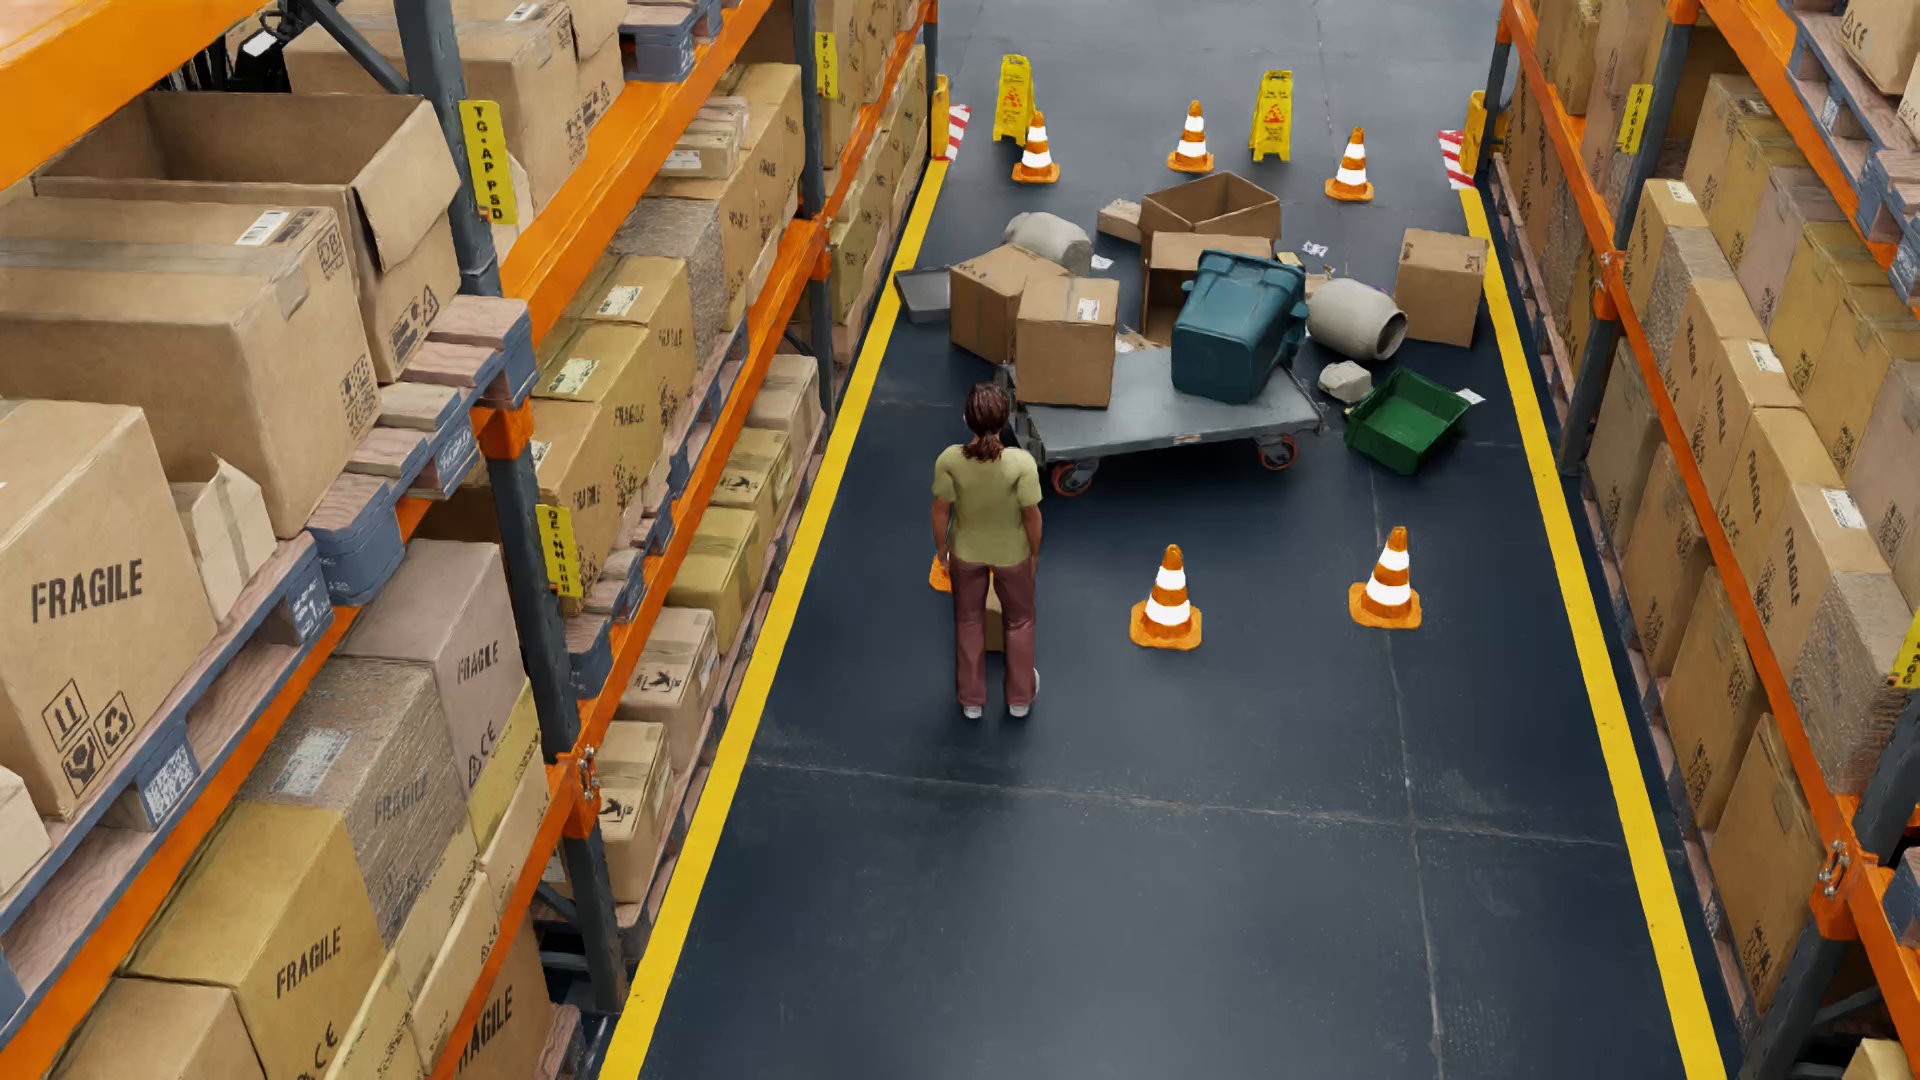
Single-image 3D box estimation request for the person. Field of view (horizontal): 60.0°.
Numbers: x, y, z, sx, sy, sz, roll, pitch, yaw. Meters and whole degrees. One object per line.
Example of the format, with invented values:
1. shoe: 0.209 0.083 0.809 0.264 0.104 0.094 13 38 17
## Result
1. person: 0.117 0.048 6.979 0.462 1.670 0.418 5 37 7
